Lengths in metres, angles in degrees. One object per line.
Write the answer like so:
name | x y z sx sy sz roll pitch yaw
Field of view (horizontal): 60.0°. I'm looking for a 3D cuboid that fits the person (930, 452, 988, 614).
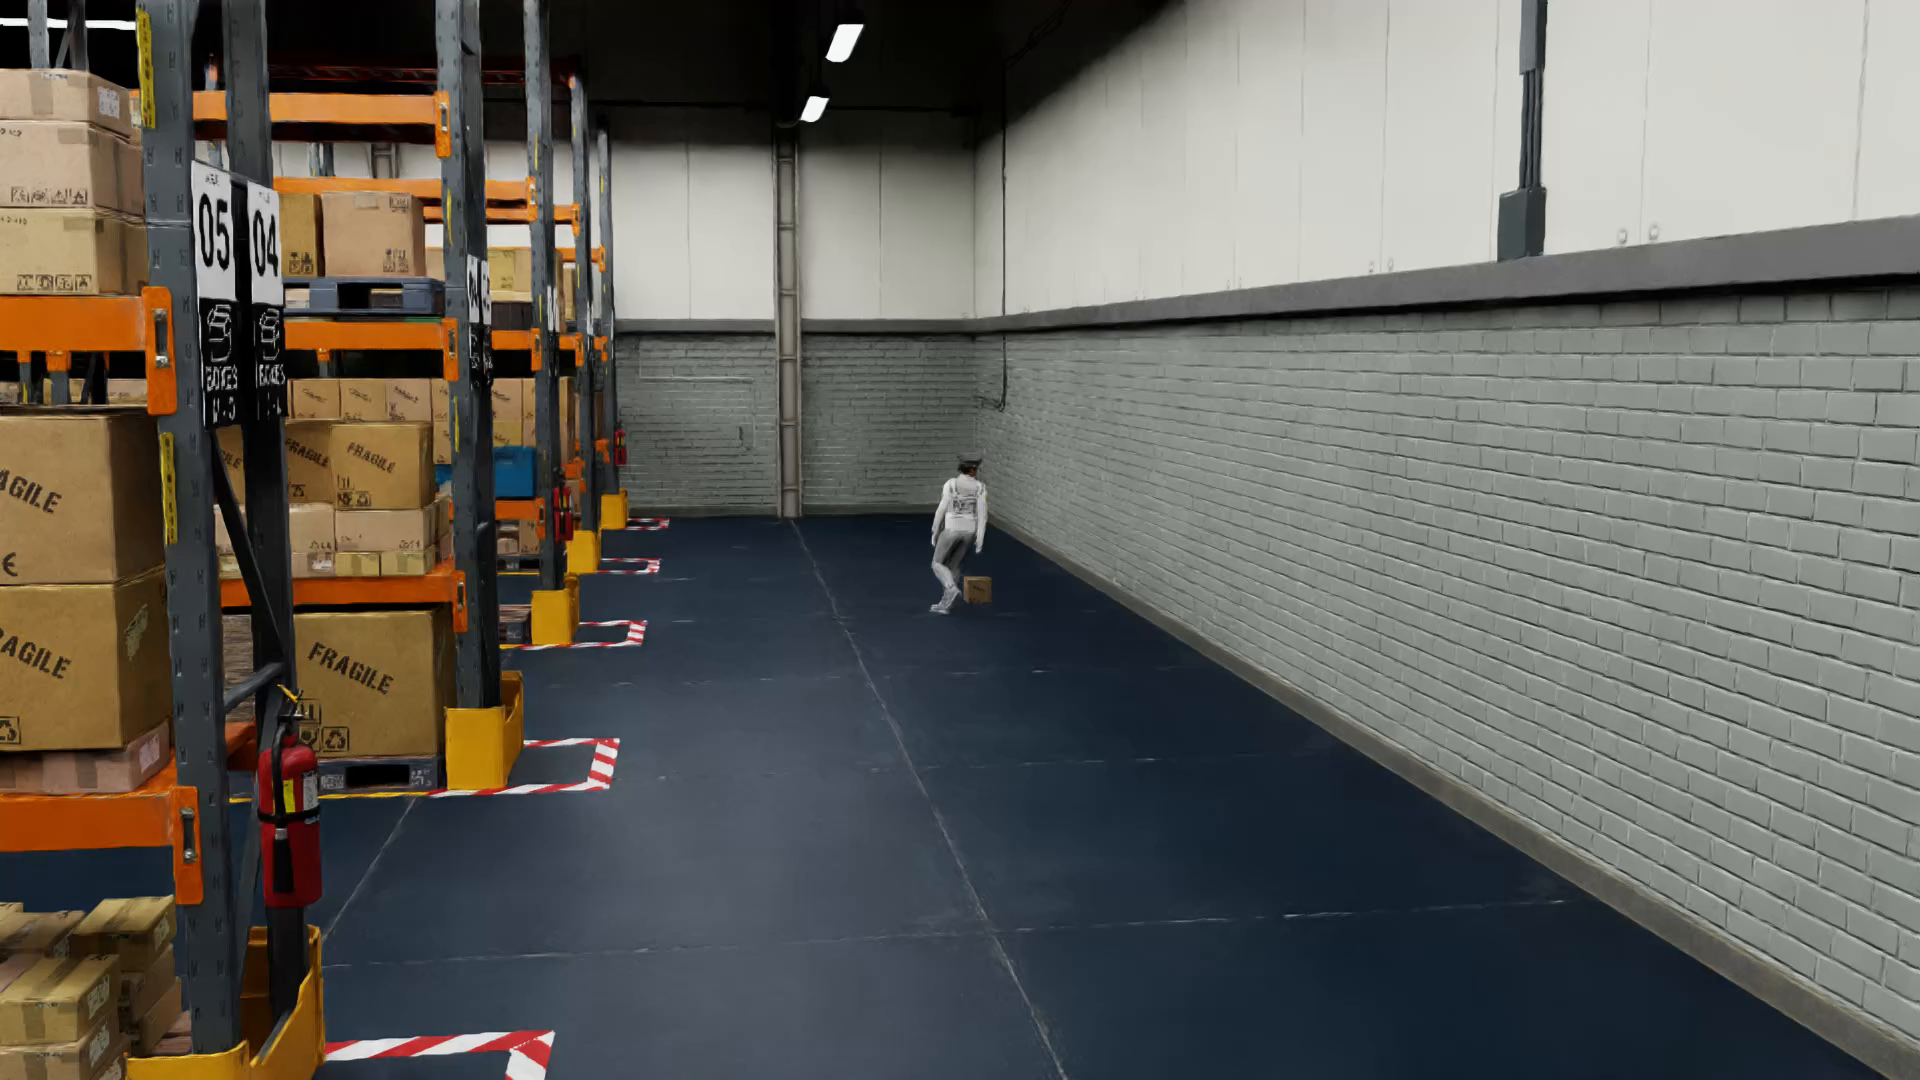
person | -0.003 -0.064 16.513 0.518 1.623 0.638 -2 7 -19
